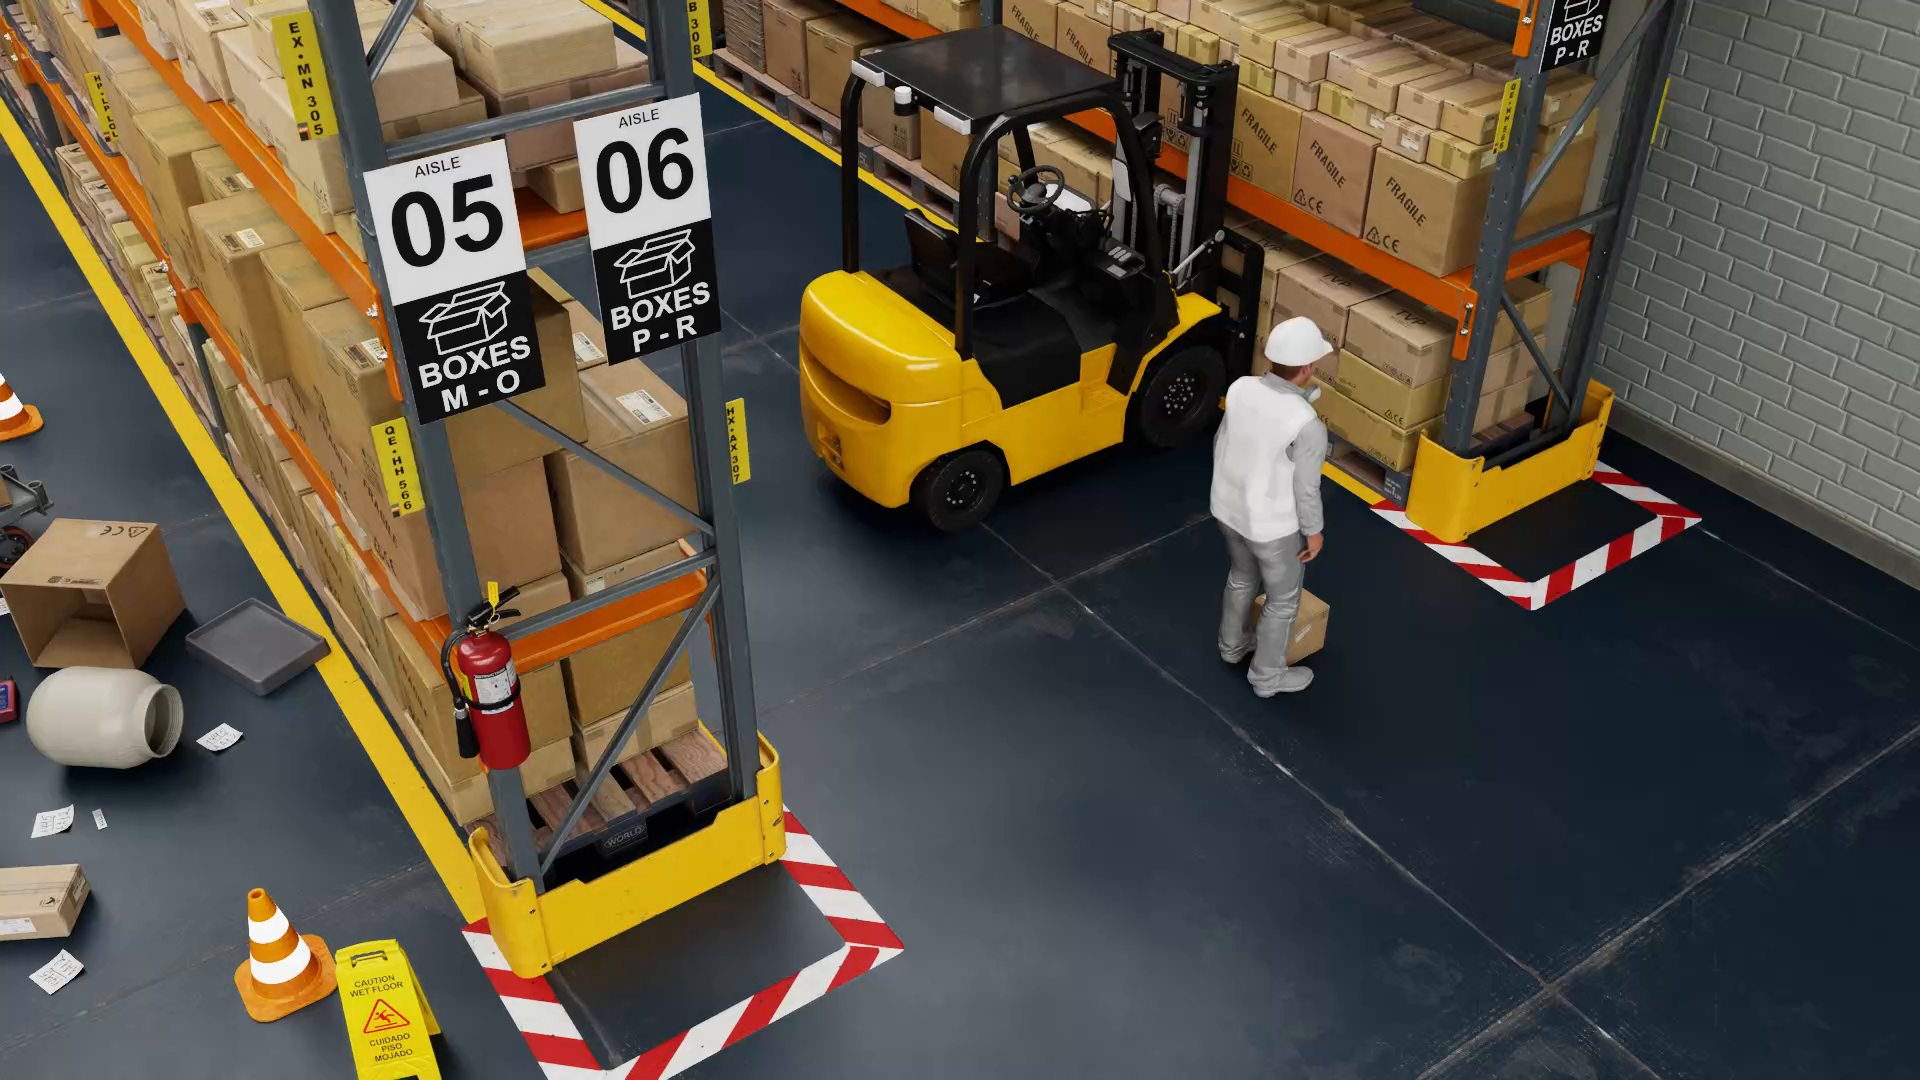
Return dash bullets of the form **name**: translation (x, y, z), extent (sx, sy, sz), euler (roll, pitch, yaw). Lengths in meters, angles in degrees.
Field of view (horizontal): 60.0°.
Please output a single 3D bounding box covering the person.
- **person**: translation (1.324, -0.137, 7.168), extent (0.466, 1.771, 0.584), euler (-23, 42, -28)
